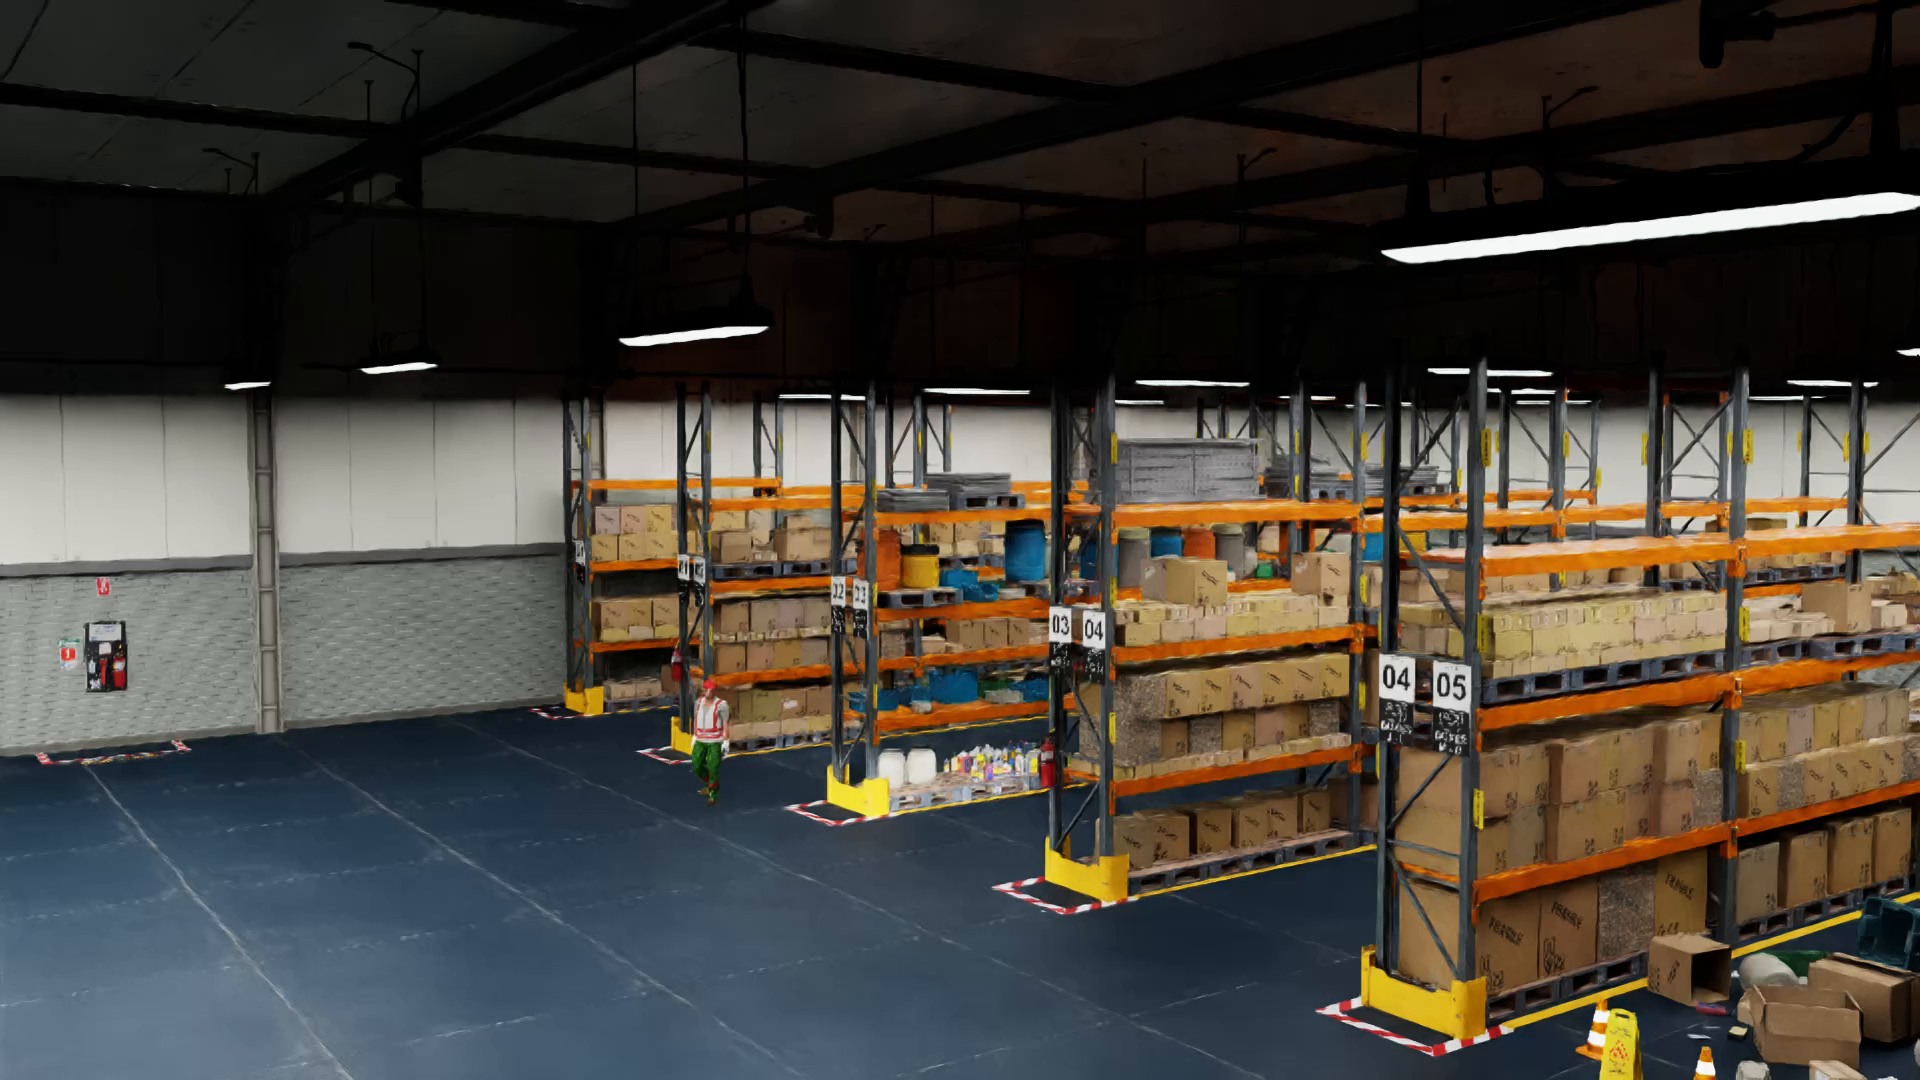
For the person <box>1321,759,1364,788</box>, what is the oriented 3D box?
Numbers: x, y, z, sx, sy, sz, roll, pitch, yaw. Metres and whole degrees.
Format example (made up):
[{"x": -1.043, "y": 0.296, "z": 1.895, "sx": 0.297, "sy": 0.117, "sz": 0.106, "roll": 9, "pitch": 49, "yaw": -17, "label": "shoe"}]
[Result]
[{"x": 5.528, "y": 2.842, "z": 24.140, "sx": 1.037, "sy": 1.517, "sz": 0.417, "roll": -2, "pitch": 4, "yaw": -32, "label": "person"}]

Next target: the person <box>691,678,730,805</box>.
[{"x": -3.465, "y": 2.792, "z": 23.169, "sx": 0.591, "sy": 1.780, "sz": 0.573, "roll": 1, "pitch": 4, "yaw": 20, "label": "person"}]

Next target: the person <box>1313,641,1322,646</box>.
[{"x": 8.314, "y": 1.760, "z": 39.548, "sx": 1.193, "sy": 1.698, "sz": 0.598, "roll": -2, "pitch": 4, "yaw": -32, "label": "person"}]
